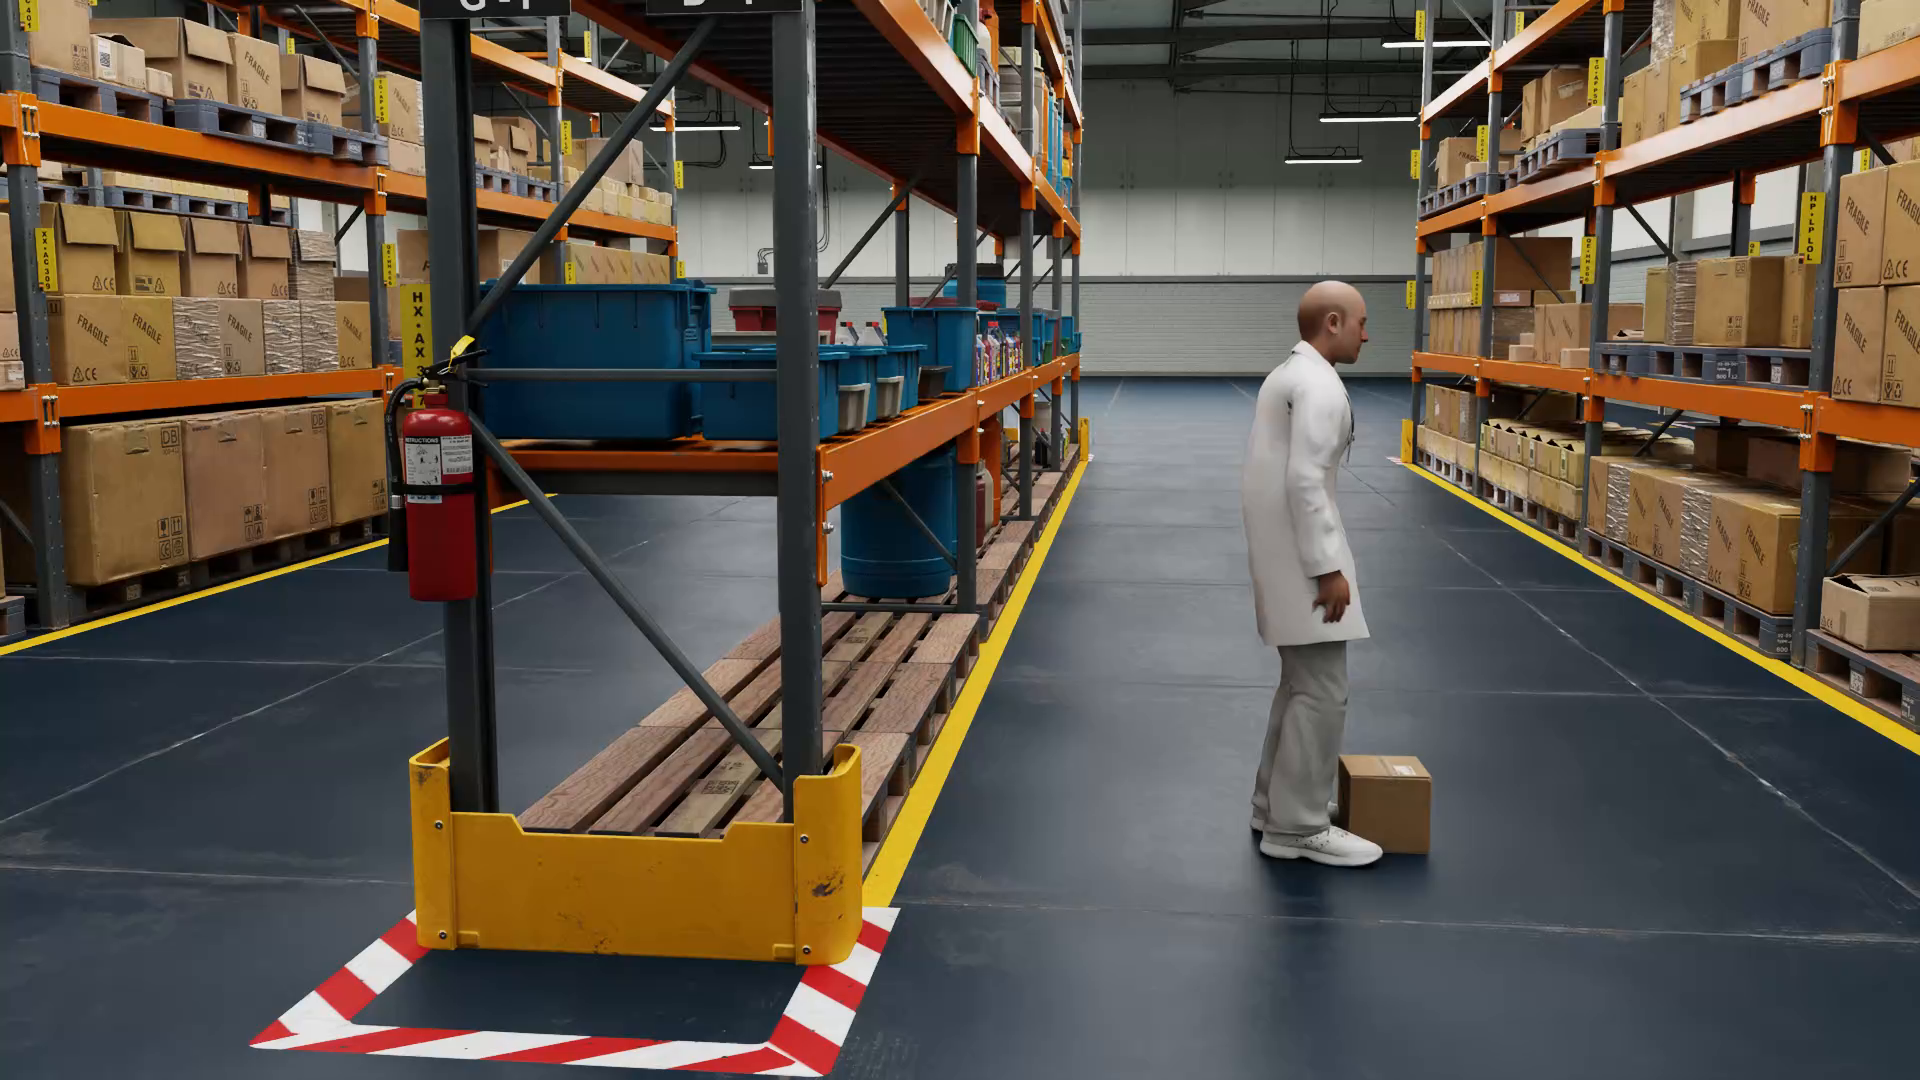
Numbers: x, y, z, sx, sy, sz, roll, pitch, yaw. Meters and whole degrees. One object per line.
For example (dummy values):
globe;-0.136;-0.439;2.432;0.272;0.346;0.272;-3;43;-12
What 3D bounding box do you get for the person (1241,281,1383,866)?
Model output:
person;1.100;0.082;5.226;0.429;1.772;0.644;0;7;3
